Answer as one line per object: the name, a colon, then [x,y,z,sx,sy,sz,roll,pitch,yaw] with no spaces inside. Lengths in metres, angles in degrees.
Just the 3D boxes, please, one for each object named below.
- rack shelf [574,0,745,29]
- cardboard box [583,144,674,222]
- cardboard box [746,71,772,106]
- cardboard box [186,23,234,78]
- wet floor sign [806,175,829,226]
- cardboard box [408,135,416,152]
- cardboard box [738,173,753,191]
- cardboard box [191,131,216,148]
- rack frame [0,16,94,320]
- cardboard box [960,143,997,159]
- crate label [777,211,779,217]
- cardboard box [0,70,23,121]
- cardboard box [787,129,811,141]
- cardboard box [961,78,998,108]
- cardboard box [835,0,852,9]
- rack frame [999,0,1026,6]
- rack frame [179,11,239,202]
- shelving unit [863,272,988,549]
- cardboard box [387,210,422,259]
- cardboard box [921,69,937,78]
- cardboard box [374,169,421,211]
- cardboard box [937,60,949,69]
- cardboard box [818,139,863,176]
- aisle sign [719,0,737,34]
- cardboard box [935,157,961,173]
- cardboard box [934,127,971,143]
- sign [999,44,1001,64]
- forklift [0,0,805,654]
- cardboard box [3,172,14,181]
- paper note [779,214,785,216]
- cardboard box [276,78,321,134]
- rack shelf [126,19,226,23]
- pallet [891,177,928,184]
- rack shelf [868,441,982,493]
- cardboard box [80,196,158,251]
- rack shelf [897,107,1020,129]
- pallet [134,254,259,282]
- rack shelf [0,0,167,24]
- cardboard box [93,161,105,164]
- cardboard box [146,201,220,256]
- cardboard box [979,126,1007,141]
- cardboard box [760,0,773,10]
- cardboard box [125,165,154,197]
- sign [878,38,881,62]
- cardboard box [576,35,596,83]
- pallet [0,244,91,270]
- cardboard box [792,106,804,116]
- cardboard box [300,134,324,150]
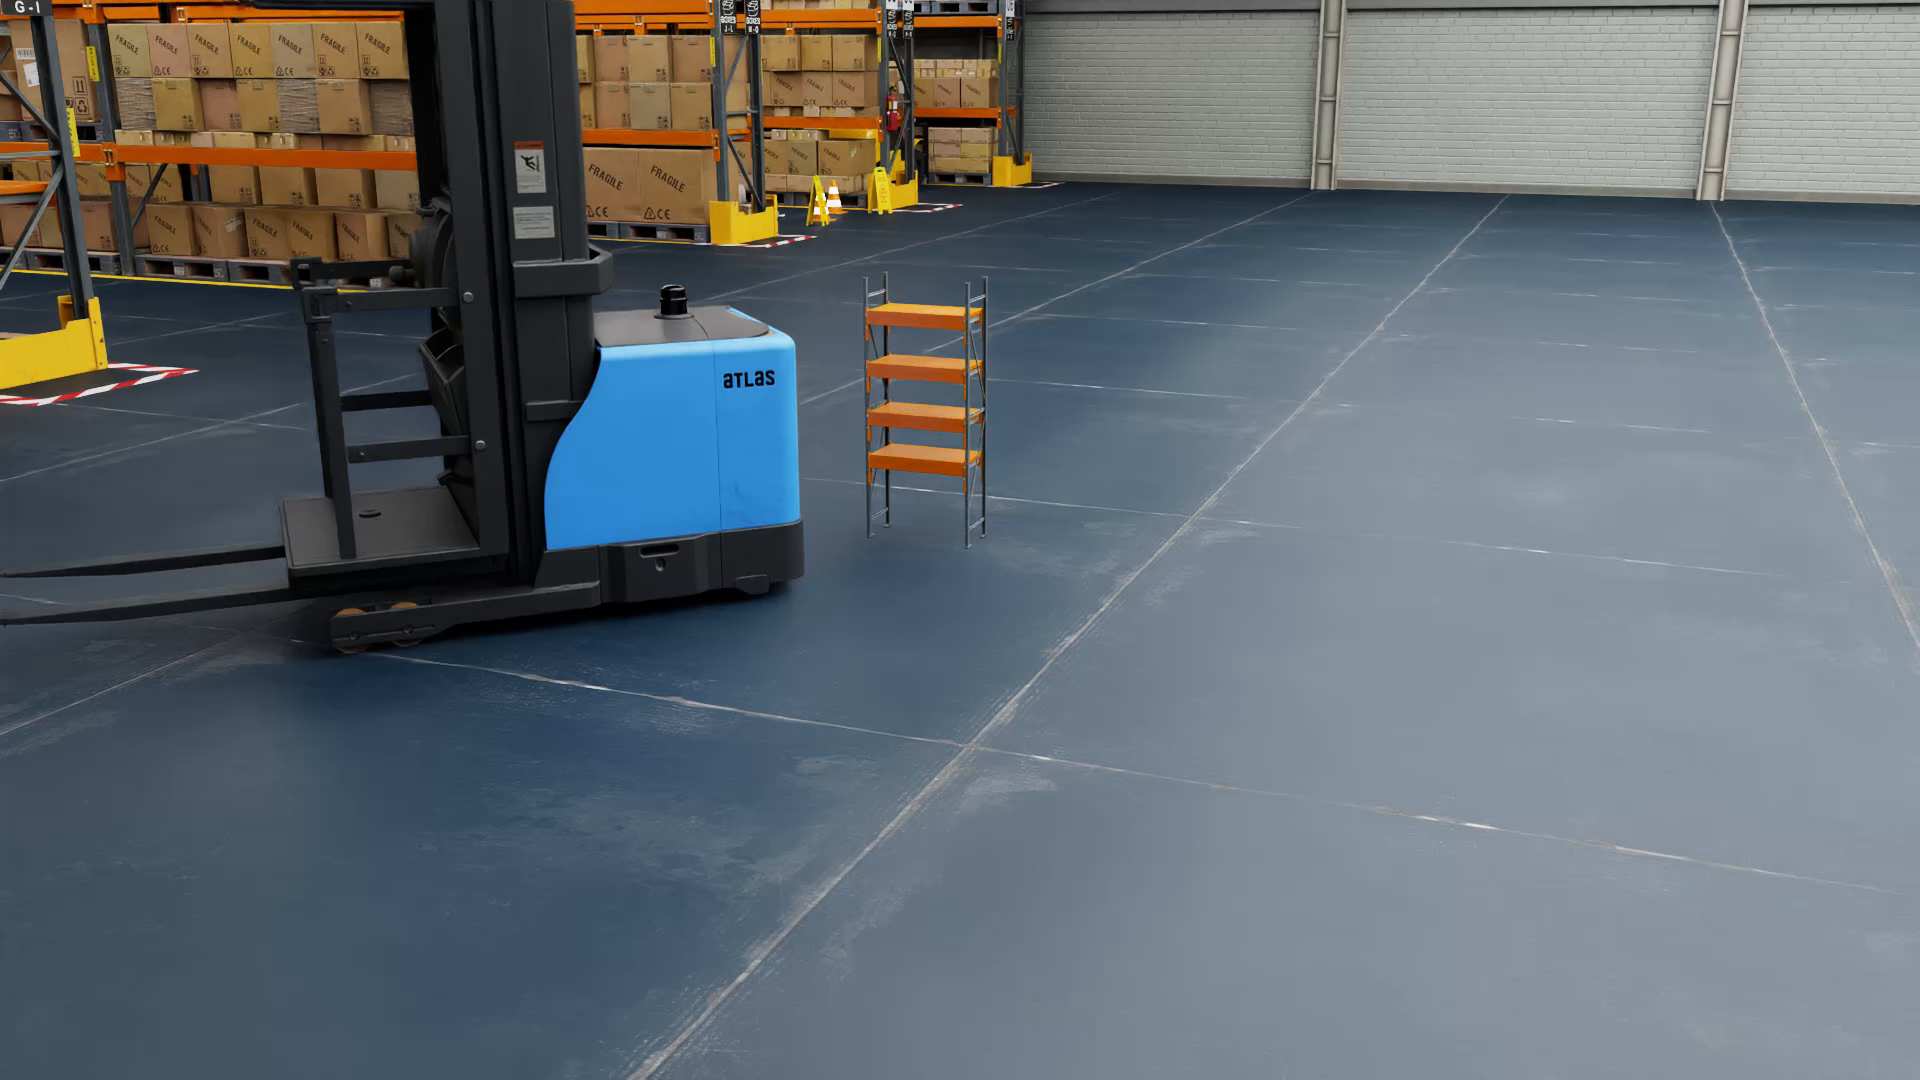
rack shelf: [-4.507,-6.413,20.295,4.000,0.370,1.077,6,17,21]
cardboard box: [-4.121,-4.437,20.634,0.875,0.875,0.875,6,17,20]
cardboard box: [-2.923,-6.744,24.811,0.500,0.500,0.500,6,17,21]
cardboard box: [-7.026,-4.704,15.990,0.500,0.500,0.500,6,17,21]
wet floor sign: [-1.893,-4.494,21.995,0.232,0.644,0.267,3,17,11]
cardboard box: [-4.902,-3.693,15.463,0.250,0.149,0.380,6,17,21]
cardboard box: [-3.201,-5.462,25.288,0.500,0.250,0.500,6,17,20]
cardboard box: [-7.268,-3.919,16.245,0.250,0.149,0.380,6,17,21]
rack frame: [-6.378,-2.553,11.087,0.127,3.000,1.000,6,17,21]
cardboard box: [0.326,-6.785,28.949,0.500,0.250,0.500,6,17,20]
crate label: [-2.643,-4.484,22.874,0.298,0.136,0.250,-2,16,-8]
cardboard box: [-9.928,-4.651,17.377,0.637,0.503,0.797,8,18,26]
cardboard box: [-2.364,-6.022,24.705,0.250,0.149,0.380,7,17,22]
cardboard box: [0.339,-7.726,28.726,0.500,0.500,0.500,6,17,19]
cardboard box: [-1.603,-7.709,23.917,0.250,0.149,0.380,6,17,21]
rack frame: [0.893,-10.577,27.965,0.127,3.000,1.000,6,17,21]
rack frame: [-10.089,-5.932,22.727,0.127,3.000,1.000,6,17,21]
shelving unit: [-0.154,-0.593,7.565,0.503,1.200,0.258,6,17,21]
cardboard box: [-5.135,-2.907,16.037,0.500,0.500,0.500,10,19,31]
cardboard box: [-0.492,-8.122,28.928,0.250,0.149,0.380,6,17,19]
cardboard box: [-6.978,-4.684,21.711,0.750,0.750,1.050,6,17,20]
cardboard box: [-0.216,-8.262,28.875,0.250,0.149,0.380,6,17,21]
cardboard box: [-1.766,-5.663,24.635,0.500,0.500,0.500,6,17,21]
aisle sign: [-2.691,-6.277,19.252,0.004,0.787,0.394,6,17,21]
cardboard box: [-0.119,-6.596,29.193,0.500,0.250,0.500,6,17,21]
cardboard box: [-0.127,-7.074,29.045,0.500,0.250,0.500,7,17,22]
sign: [0.681,-8.226,28.127,0.005,0.325,0.100,6,17,21]
forklift: [-2.212,-1.150,6.379,3.031,2.935,1.130,-7,18,-22]
cardboard box: [-14.030,-5.437,24.847,0.250,0.149,0.380,7,18,23]
paper note: [-2.534,-4.562,23.334,0.142,0.019,0.148,0,16,1]
cardboard box: [-6.021,-4.174,15.959,0.500,0.500,0.875,6,17,21]
rack shelf: [-13.948,-8.935,28.981,4.000,0.370,1.077,6,17,21]
pallet: [-0.965,-6.549,29.853,1.213,0.211,1.003,6,17,21]
rack shelf: [-0.154,-0.338,7.639,0.480,0.148,0.258,6,17,21]
cardboard box: [-8.845,-3.326,17.444,0.500,0.500,0.700,5,17,16]
rack shelf: [-0.967,-7.555,29.606,4.000,0.370,1.077,6,17,21]
pallet: [-7.644,-2.848,17.105,1.213,0.211,1.003,6,17,21]
rack shelf: [-10.142,-5.546,17.309,4.000,0.370,1.077,6,17,21]
cardboard box: [-11.762,-5.400,23.280,0.500,0.250,0.500,7,17,22]
cardboard box: [-7.924,-3.197,17.035,0.500,0.500,0.500,6,17,19]
cardboard box: [0.516,-7.155,29.325,0.500,0.250,0.500,6,17,20]
cardboard box: [-2.804,-7.837,24.360,0.250,0.149,0.380,6,17,20]
cardboard box: [-11.279,-4.987,23.201,0.500,0.500,0.500,7,18,23]
sign: [-1.147,-6.974,23.671,0.005,0.325,0.100,6,17,21]
cardboard box: [-4.535,-5.898,20.402,0.500,0.550,0.875,6,17,21]
pallet: [-10.145,-3.111,18.012,1.213,0.211,1.003,6,17,21]
cardboard box: [-2.295,-6.380,24.720,0.250,0.149,0.380,7,17,21]
cardboard box: [-6.070,-3.816,15.889,0.250,0.149,0.380,6,17,21]
